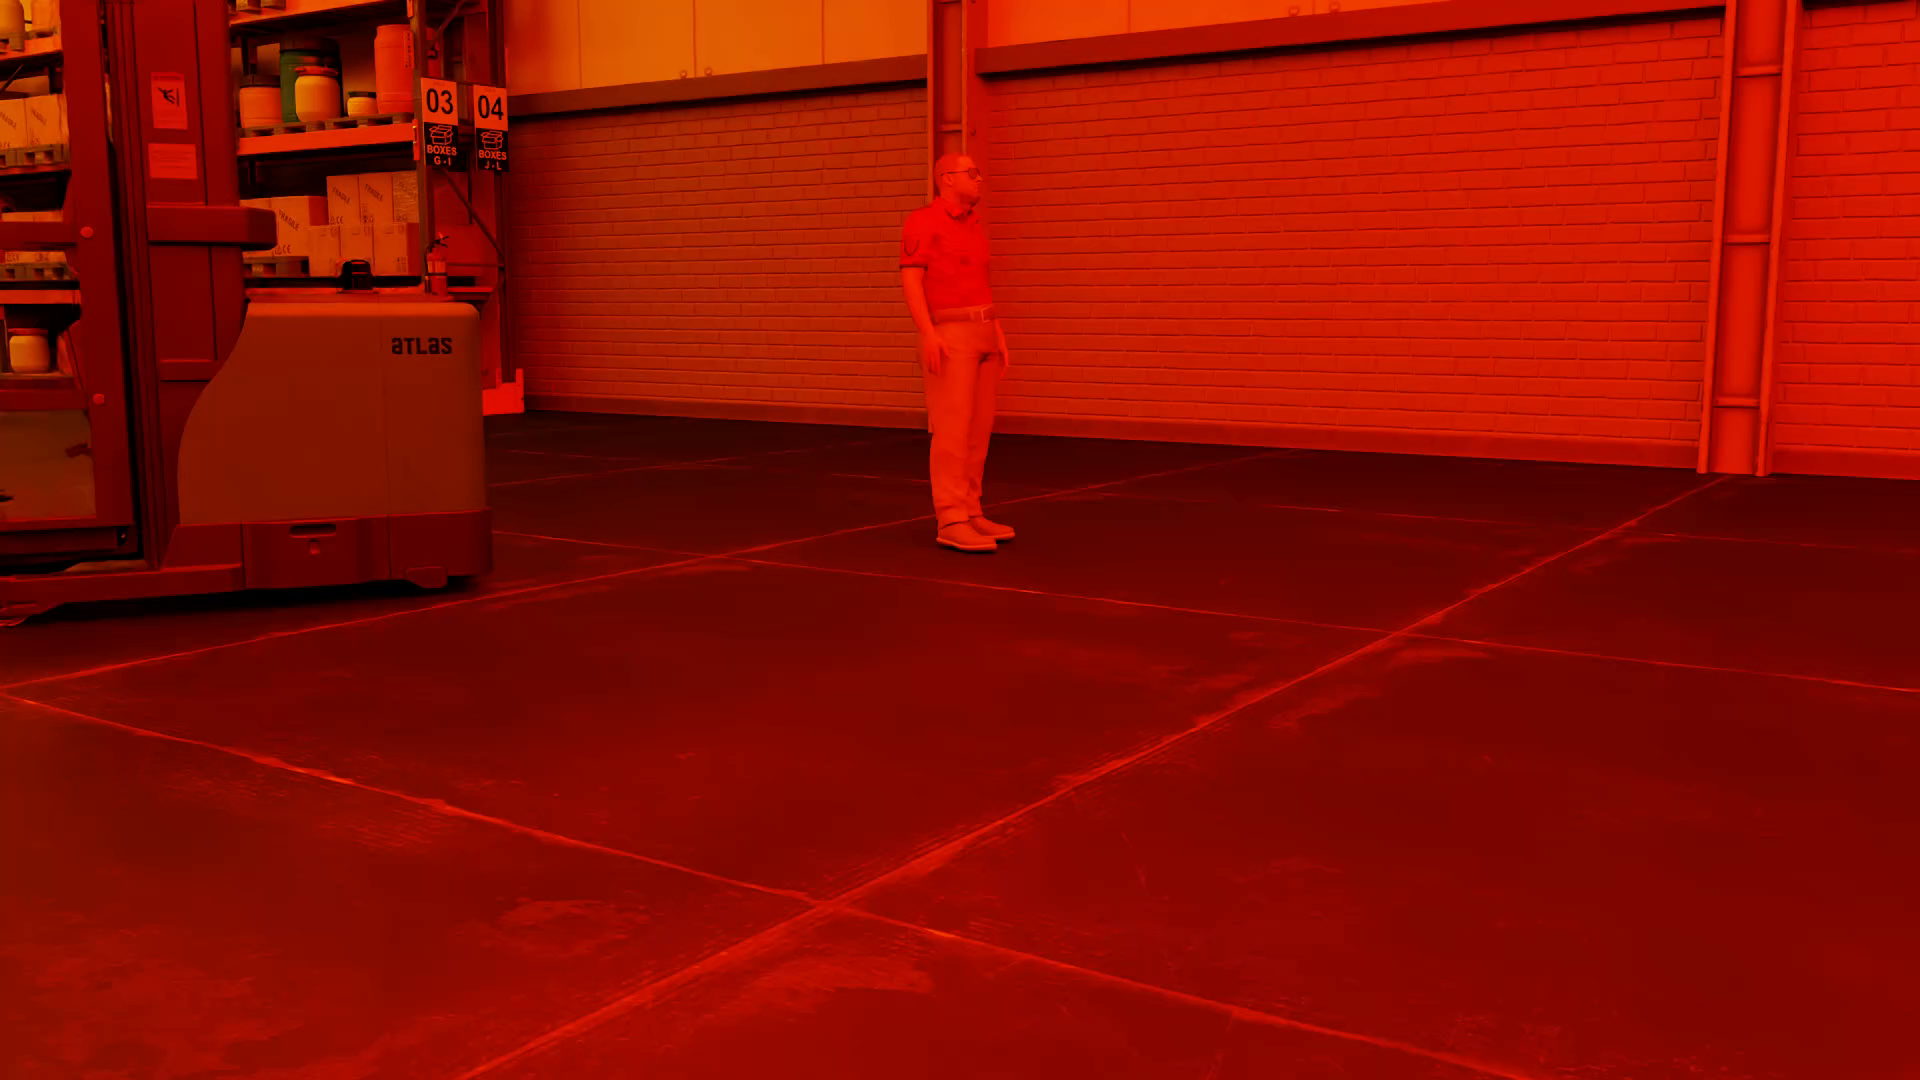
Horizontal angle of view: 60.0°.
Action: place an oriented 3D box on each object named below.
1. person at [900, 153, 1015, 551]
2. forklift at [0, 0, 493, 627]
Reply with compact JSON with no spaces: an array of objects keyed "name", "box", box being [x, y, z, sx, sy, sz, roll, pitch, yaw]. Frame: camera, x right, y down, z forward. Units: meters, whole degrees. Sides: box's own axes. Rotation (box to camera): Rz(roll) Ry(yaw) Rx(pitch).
[{"name":"person","box":[0.067,-0.854,7.421,0.551,1.727,0.640,5,10,34]},{"name":"forklift","box":[-3.325,-1.234,5.867,3.031,2.935,1.130,-4,9,-24]}]
